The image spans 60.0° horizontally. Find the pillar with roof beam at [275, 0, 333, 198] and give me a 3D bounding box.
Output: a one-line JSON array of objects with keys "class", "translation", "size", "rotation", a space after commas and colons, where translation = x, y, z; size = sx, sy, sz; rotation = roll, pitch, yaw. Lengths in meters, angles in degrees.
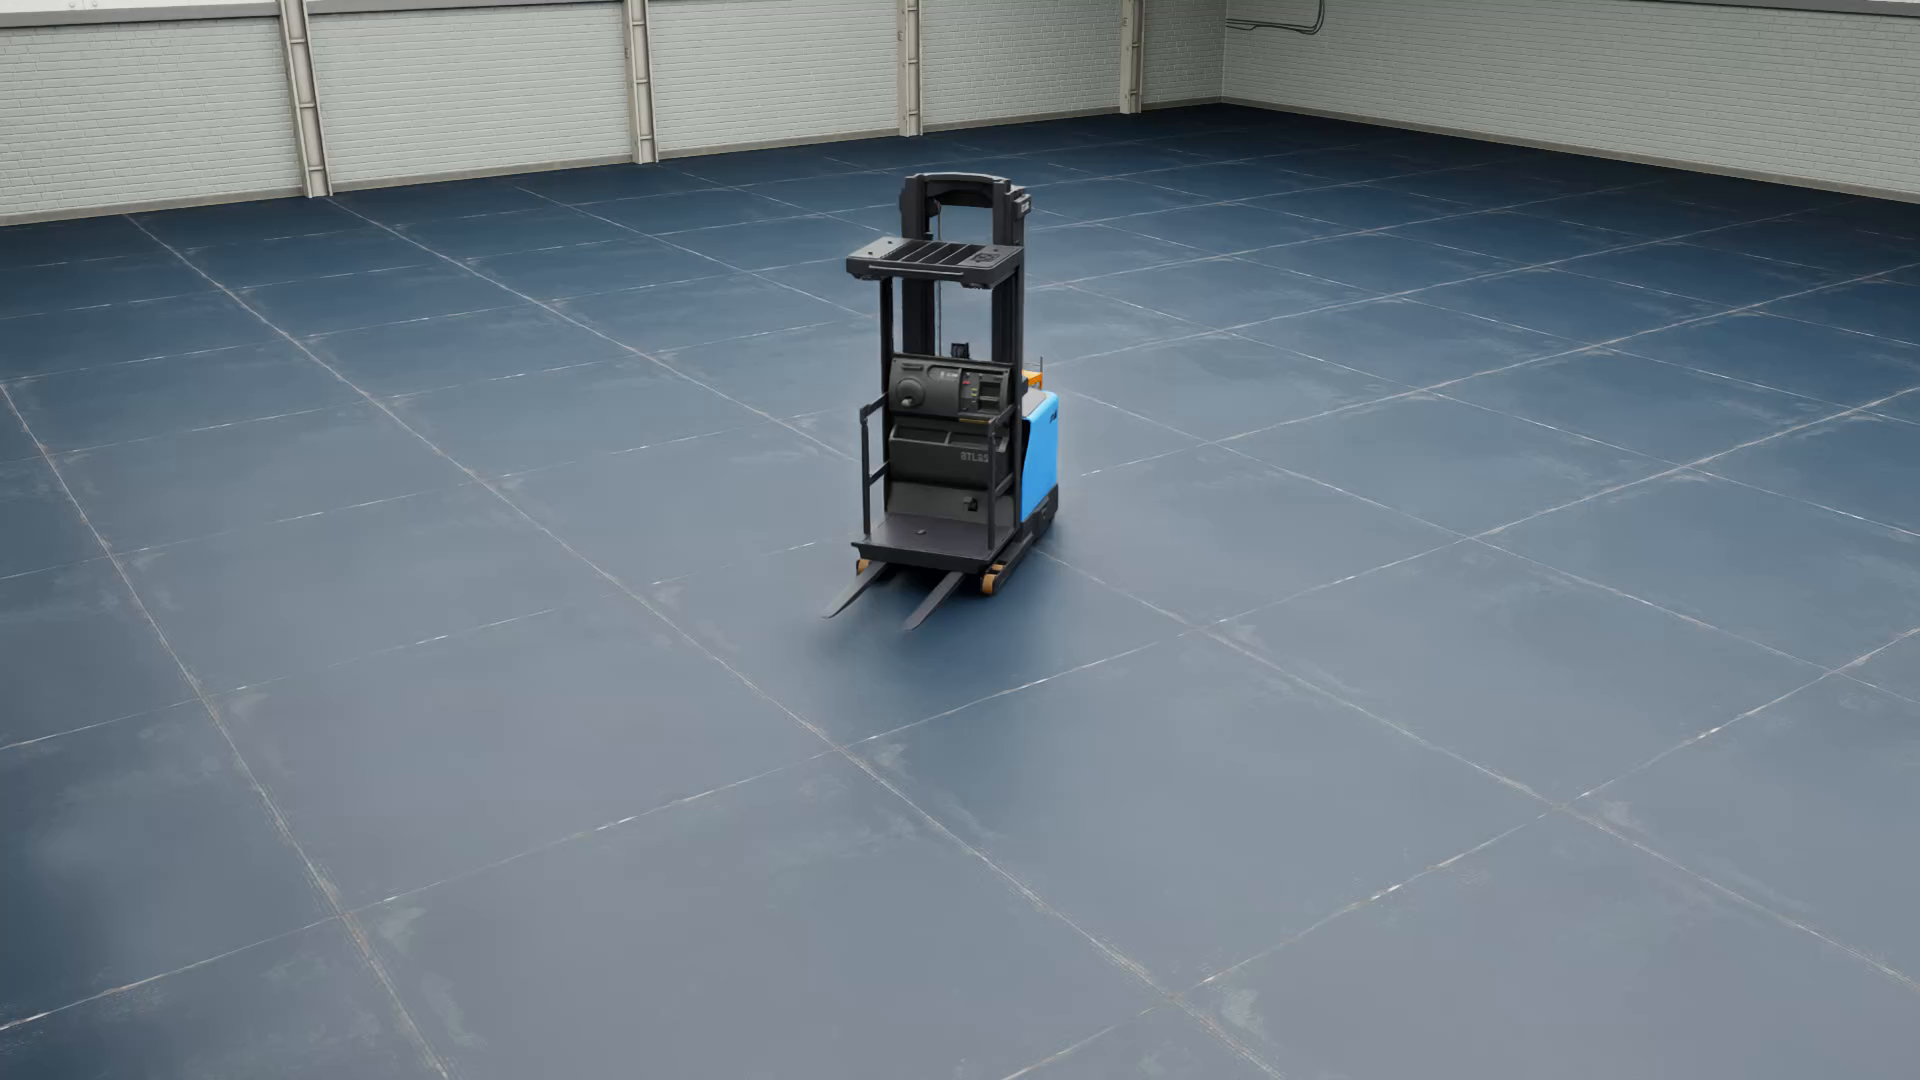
[{"class": "pillar with roof beam", "translation": [-8.246, -8.665, 22.970], "size": [0.400, 9.000, 9.100], "rotation": [-15, 26, -33]}]

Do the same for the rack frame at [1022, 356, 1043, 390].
[{"class": "rack frame", "translation": [0.597, -1.016, 14.324], "size": [0.240, 1.200, 0.015], "rotation": [13, 25, 30]}]

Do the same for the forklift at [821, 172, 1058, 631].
[{"class": "forklift", "translation": [-0.151, -1.115, 12.236], "size": [1.130, 2.935, 3.031], "rotation": [7, 23, 18]}]

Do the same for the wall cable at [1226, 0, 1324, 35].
[{"class": "wall cable", "translation": [7.014, -12.654, 37.156], "size": [0.112, 2.526, 3.097], "rotation": [-15, 26, -33]}]

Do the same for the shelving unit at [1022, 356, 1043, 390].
[{"class": "shelving unit", "translation": [0.465, -0.940, 14.133], "size": [0.258, 1.200, 0.503], "rotation": [13, 25, 30]}]

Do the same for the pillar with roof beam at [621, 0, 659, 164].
[{"class": "pillar with roof beam", "translation": [-3.376, -9.964, 26.224], "size": [0.400, 9.000, 9.100], "rotation": [-15, 26, -33]}]

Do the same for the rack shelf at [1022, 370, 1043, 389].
[{"class": "rack shelf", "translation": [0.465, -1.305, 13.988], "size": [0.258, 0.148, 0.480], "rotation": [13, 25, 30]}]

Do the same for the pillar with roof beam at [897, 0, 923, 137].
[{"class": "pillar with roof beam", "translation": [1.494, -11.263, 29.479], "size": [0.400, 9.000, 9.100], "rotation": [-15, 26, -33]}]

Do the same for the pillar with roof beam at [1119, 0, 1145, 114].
[{"class": "pillar with roof beam", "translation": [6.365, -12.561, 32.733], "size": [0.400, 9.000, 9.100], "rotation": [-15, 26, -33]}]
